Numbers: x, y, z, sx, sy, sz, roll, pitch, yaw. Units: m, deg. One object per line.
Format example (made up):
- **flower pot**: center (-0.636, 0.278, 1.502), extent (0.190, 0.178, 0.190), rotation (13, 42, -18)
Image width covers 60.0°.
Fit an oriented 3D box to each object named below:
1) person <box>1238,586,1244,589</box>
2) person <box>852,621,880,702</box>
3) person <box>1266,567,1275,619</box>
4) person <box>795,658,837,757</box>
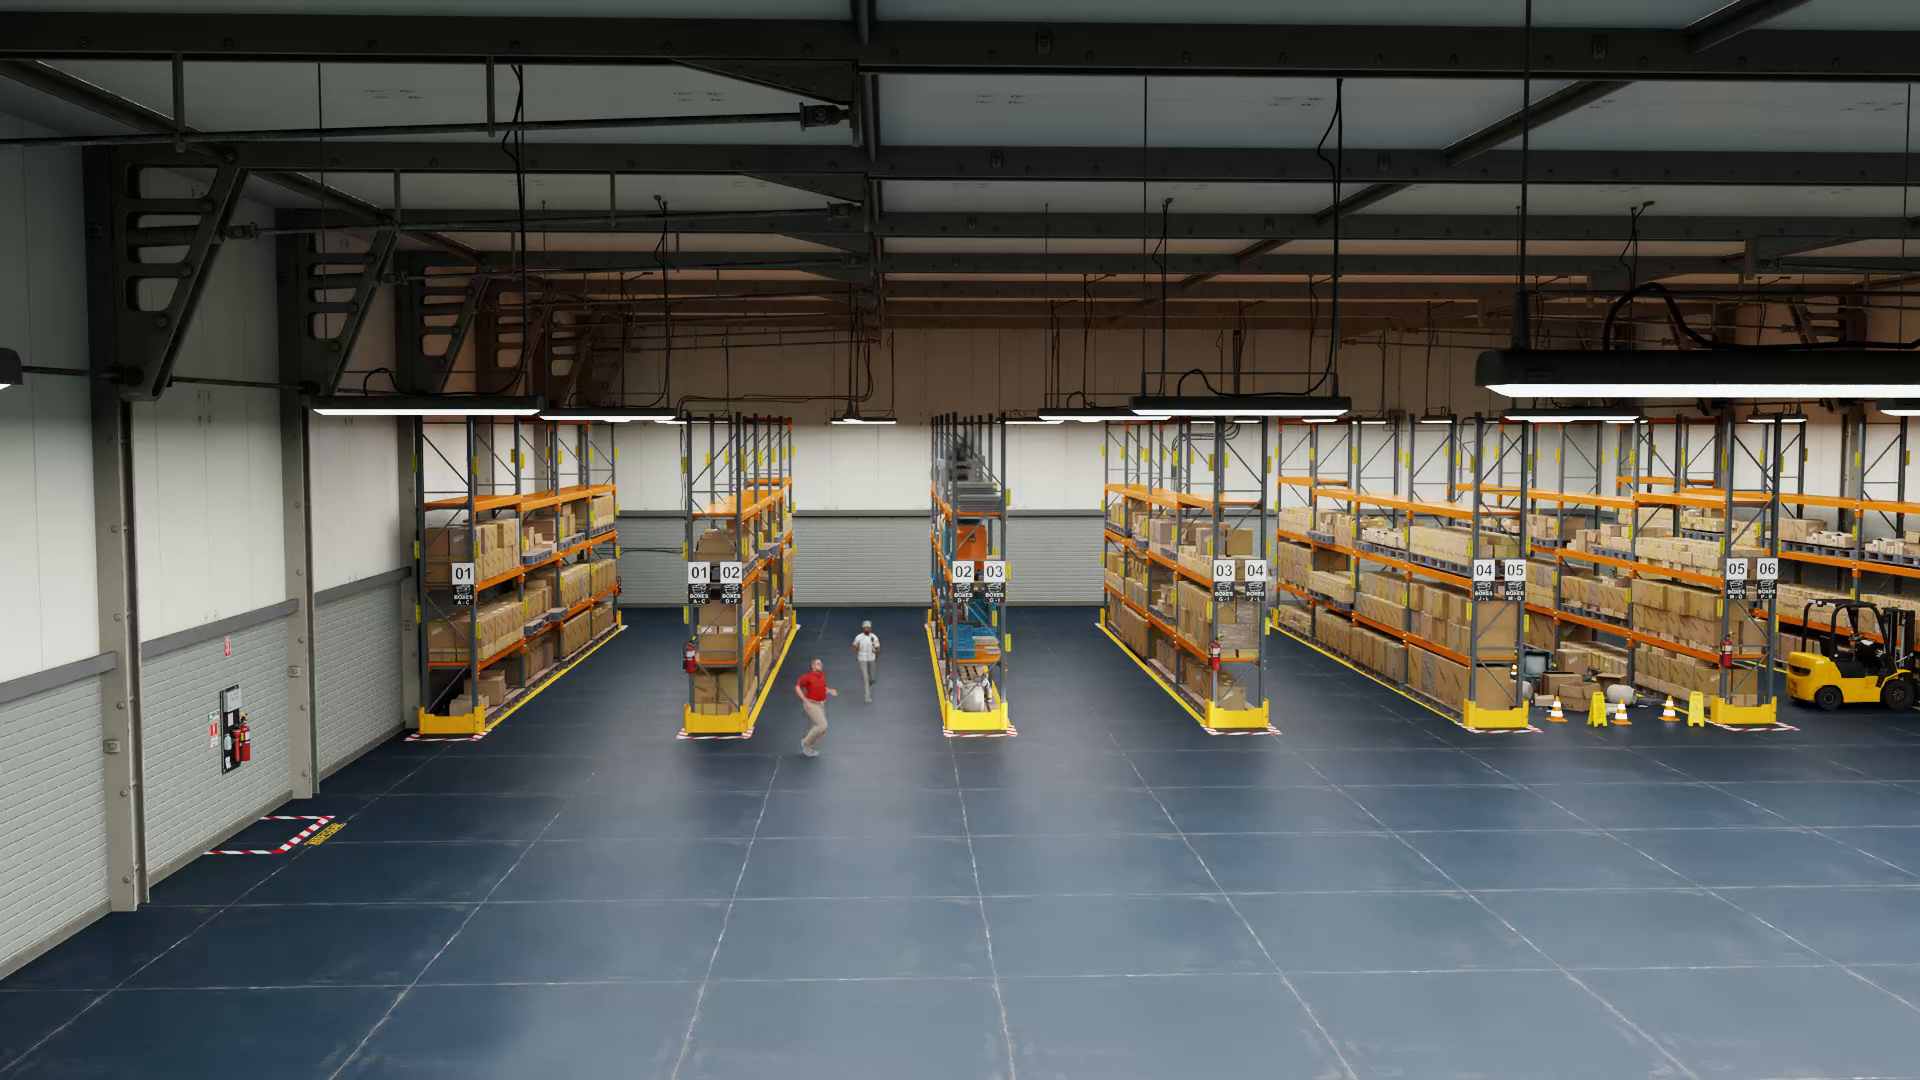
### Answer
- **person**: center (7.824, 1.685, 47.693), extent (0.681, 1.598, 0.501), rotation (2, 4, 23)
- **person**: center (-1.957, 2.515, 34.809), extent (0.588, 1.669, 0.834), rotation (-1, 4, -13)
- **person**: center (9.001, 1.619, 48.577), extent (0.792, 1.651, 0.601), rotation (-1, 4, -12)
- **person**: center (-2.453, 2.906, 28.879), extent (0.640, 1.703, 0.638), rotation (2, 4, 27)
